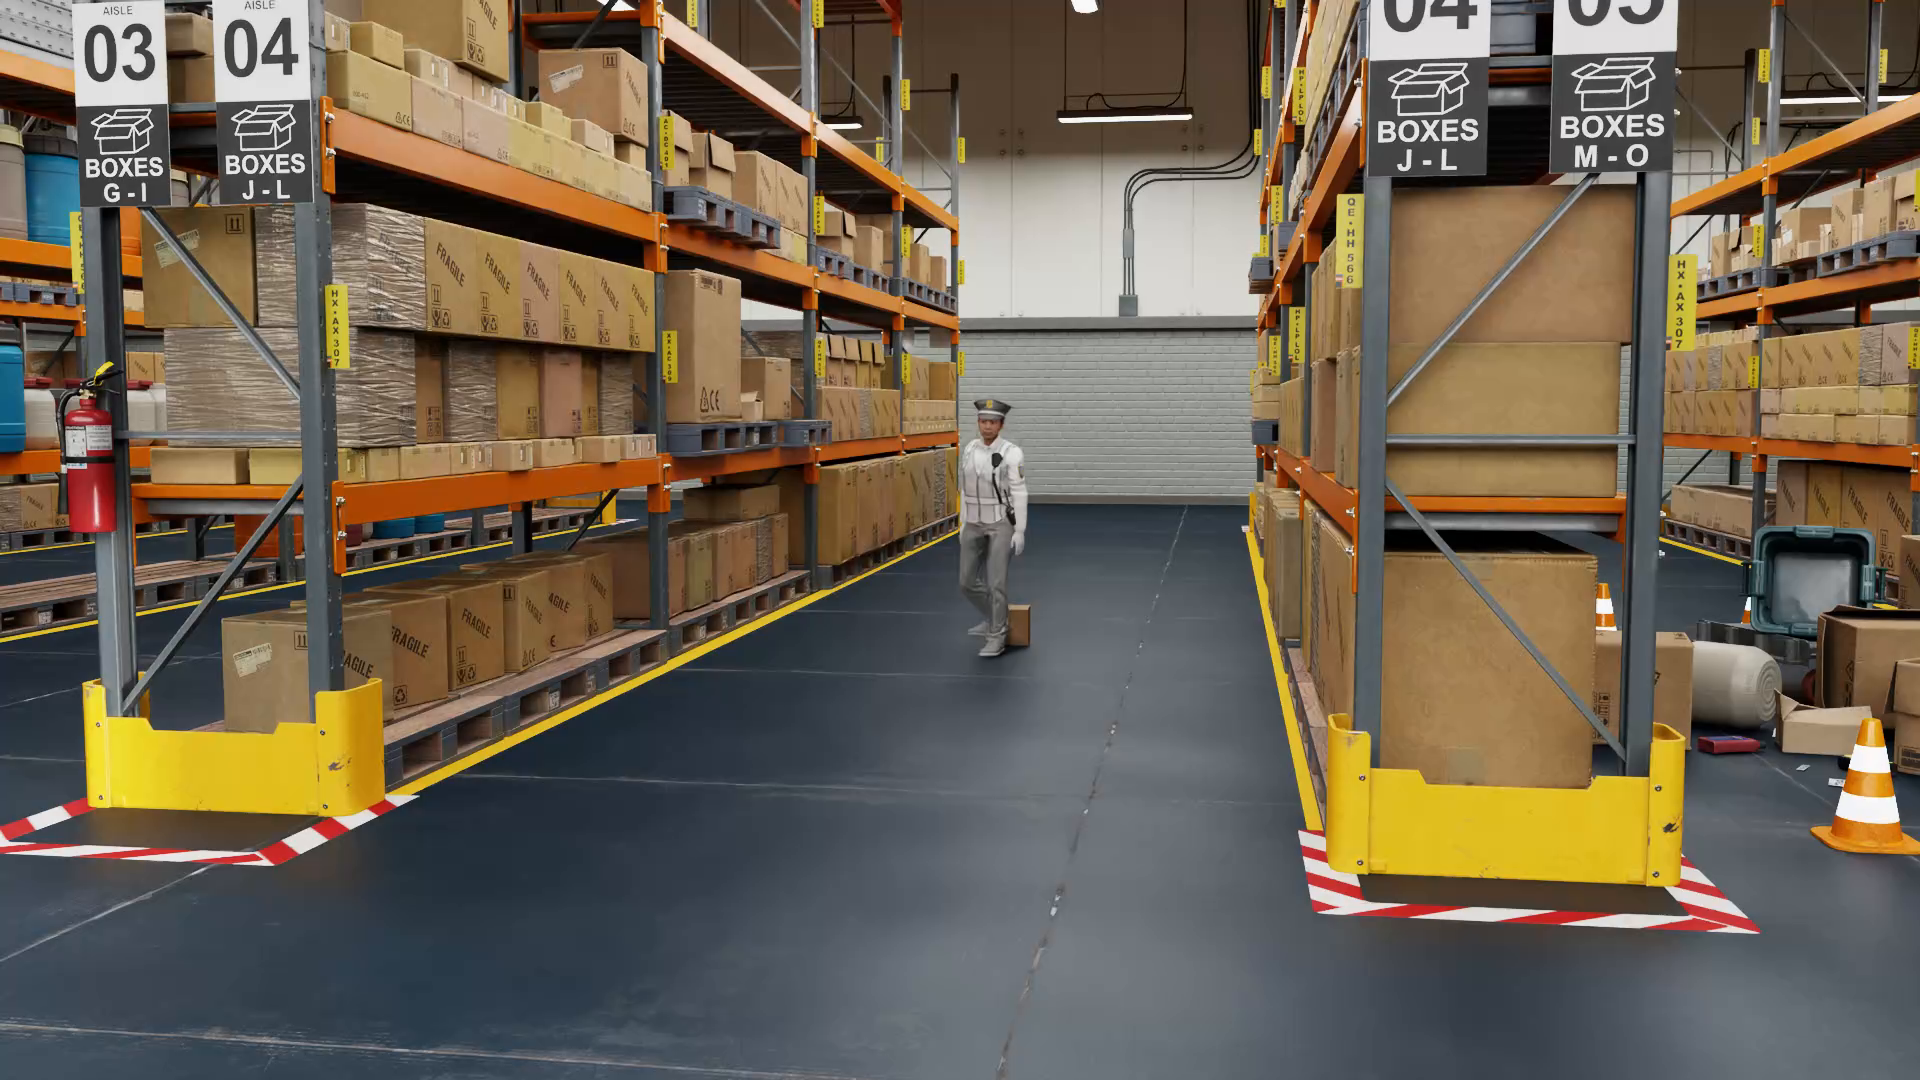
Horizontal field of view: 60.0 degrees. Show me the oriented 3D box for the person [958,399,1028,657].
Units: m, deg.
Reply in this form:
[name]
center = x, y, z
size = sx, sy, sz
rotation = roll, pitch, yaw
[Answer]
[person]
center = 0.233, -0.085, 10.864
size = 0.533, 1.669, 0.530
rotation = 3, 5, 33
